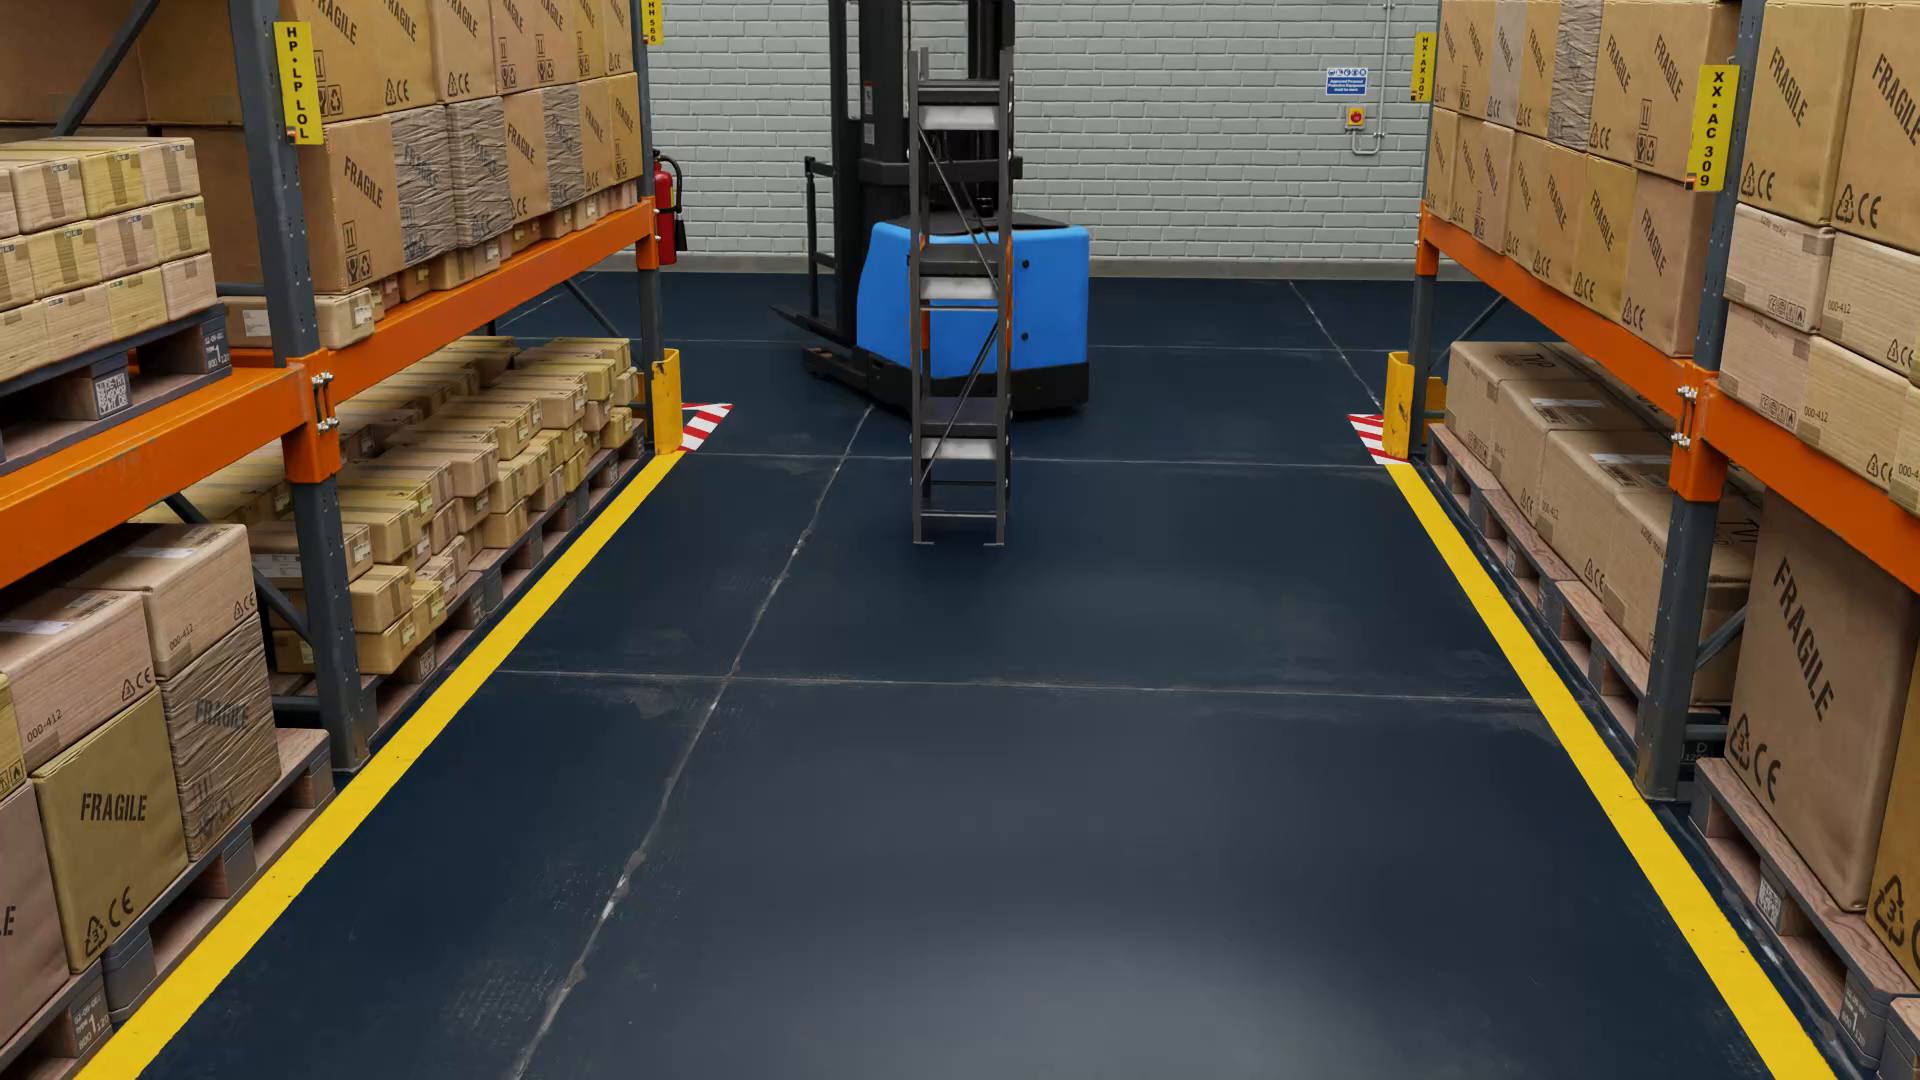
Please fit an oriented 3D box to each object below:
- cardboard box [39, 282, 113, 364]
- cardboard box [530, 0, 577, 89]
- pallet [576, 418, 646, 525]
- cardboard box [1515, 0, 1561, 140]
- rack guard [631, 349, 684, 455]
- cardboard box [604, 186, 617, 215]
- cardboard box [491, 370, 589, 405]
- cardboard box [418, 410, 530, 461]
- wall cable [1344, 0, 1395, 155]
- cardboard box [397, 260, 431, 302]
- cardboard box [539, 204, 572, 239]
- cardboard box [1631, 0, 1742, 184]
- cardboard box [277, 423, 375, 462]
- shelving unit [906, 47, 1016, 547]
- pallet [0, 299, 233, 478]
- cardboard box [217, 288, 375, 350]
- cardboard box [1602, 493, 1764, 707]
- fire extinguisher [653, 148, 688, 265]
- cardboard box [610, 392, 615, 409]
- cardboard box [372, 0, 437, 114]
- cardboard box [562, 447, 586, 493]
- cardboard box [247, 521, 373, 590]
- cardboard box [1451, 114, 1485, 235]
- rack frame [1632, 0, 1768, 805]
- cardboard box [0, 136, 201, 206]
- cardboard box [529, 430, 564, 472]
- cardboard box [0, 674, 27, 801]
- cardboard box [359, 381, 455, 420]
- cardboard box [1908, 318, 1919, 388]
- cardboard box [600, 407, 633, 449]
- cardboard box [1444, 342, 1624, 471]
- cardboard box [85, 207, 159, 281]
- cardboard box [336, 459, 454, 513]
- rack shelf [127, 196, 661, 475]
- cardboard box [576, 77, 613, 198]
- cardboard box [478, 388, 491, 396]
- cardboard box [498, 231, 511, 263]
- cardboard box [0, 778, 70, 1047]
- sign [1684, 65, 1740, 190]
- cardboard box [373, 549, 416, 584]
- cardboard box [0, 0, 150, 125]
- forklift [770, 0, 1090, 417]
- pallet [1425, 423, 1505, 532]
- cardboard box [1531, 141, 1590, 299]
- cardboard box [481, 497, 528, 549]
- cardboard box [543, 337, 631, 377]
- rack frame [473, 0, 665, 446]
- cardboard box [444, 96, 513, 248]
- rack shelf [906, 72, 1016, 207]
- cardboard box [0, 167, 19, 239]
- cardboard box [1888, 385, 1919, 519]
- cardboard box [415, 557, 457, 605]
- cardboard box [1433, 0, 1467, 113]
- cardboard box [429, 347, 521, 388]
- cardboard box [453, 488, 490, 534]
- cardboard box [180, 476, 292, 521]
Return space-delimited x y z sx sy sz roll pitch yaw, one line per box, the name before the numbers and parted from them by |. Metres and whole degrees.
cardboard box | -2.247 -0.515 3.906 0.380 0.149 0.250 1 18 4
cardboard box | -1.941 -2.160 6.953 0.500 0.500 0.500 2 18 7
pallet | -2.191 -0.362 8.190 1.003 0.211 1.213 1 18 4
cardboard box | 2.440 -1.788 6.296 0.500 0.500 0.500 1 18 4
rack guard | -2.097 -0.751 8.913 1.175 0.500 0.348 1 18 4
cardboard box | -1.888 -1.659 8.073 0.380 0.149 0.250 1 18 4
cardboard box | -1.926 -0.681 7.633 0.380 0.149 0.250 1 18 2
cardboard box | -2.010 -0.435 6.882 0.380 0.149 0.250 1 18 4
wall cable | 3.234 -4.133 13.537 0.585 1.953 0.123 1 18 4
cardboard box | -2.095 -0.932 5.853 0.380 0.149 0.250 0 18 1
cardboard box | -1.935 -1.420 7.343 0.380 0.149 0.250 0 18 1
cardboard box | 2.324 -1.317 4.857 0.500 0.500 0.500 1 18 3
cardboard box | -2.592 -0.371 6.686 0.380 0.149 0.250 1 18 2
shelving unit | 0.012 -1.049 7.253 0.431 2.100 0.503 1 18 4
pallet | -2.578 -0.395 4.119 1.003 0.211 1.213 1 18 4
cardboard box | -2.032 -0.682 5.089 0.380 0.149 0.250 2 18 6
cardboard box | 2.718 0.184 5.484 0.875 0.438 0.875 1 18 3
fire extinguisher | -1.613 -1.817 8.873 0.296 0.674 0.183 1 18 4
cardboard box | -1.917 -0.699 8.164 0.380 0.149 0.250 1 18 3
cardboard box | -2.081 -1.680 5.490 0.500 0.500 0.500 1 18 2
cardboard box | -1.904 -0.319 7.485 0.380 0.149 0.250 0 18 1
cardboard box | -2.147 0.050 5.402 0.380 0.149 0.250 2 18 6
cardboard box | 2.524 -1.631 7.422 0.500 0.500 0.500 1 18 3
rack frame | 2.566 -0.641 4.563 1.000 3.000 0.127 1 18 4
cardboard box | -2.213 -0.954 4.291 0.380 0.149 0.250 2 18 6
cardboard box | -1.942 -0.377 7.182 0.380 0.149 0.250 2 18 7
cardboard box | -2.254 0.472 3.300 0.500 0.250 0.500 0 18 1
cardboard box | -2.478 -0.607 7.405 0.380 0.149 0.250 2 18 6
cardboard box | 2.181 -0.358 3.138 0.500 0.250 0.500 2 18 5
cardboard box | -1.839 -0.557 8.210 0.380 0.149 0.250 2 18 6
cardboard box | 2.905 -0.658 8.055 0.875 0.438 0.875 1 18 2
cardboard box | -2.228 -0.732 4.091 0.380 0.149 0.250 1 18 4
cardboard box | -2.103 -0.196 6.151 0.380 0.149 0.250 1 18 2
rack shelf | -2.235 -1.000 6.812 1.077 0.370 4.000 1 18 4
cardboard box | -1.909 -1.846 7.602 0.500 0.500 0.500 1 18 3
cardboard box | -2.391 -0.630 7.955 0.380 0.149 0.250 2 18 5
cardboard box | -2.013 -1.176 6.598 0.380 0.149 0.250 2 18 6
cardboard box | -2.258 0.822 3.437 0.500 0.500 0.500 1 18 3
sign | 2.012 -1.102 4.452 0.100 0.325 0.005 1 18 4
cardboard box | -2.105 0.107 5.704 0.380 0.149 0.250 1 18 4
cardboard box | -2.615 -1.536 5.050 0.500 0.500 0.500 1 18 2
forklift | -0.367 -2.467 10.244 1.130 2.935 3.031 -9 20 -25
pallet | 2.874 -0.308 8.025 1.003 0.211 1.213 1 18 4
cardboard box | 2.397 -1.155 5.970 0.500 0.500 0.500 1 18 3
cardboard box | -1.979 -0.075 6.738 0.380 0.149 0.250 1 18 2
cardboard box | -1.877 -0.920 8.362 0.380 0.149 0.250 1 18 5
rack frame | -2.092 -1.963 8.595 1.000 3.000 0.127 1 18 4
cardboard box | -1.991 -1.367 6.139 0.500 0.500 0.500 1 18 3
rack shelf | 0.012 -1.701 7.039 0.431 0.518 0.480 1 18 4
cardboard box | -2.270 -0.709 3.543 0.380 0.149 0.250 1 18 4
cardboard box | 2.183 -0.120 3.212 0.500 0.250 0.500 1 18 3
cardboard box | -2.047 0.168 5.997 0.380 0.149 0.250 1 18 4
cardboard box | 2.534 -2.263 7.747 0.500 0.500 0.500 1 18 3
cardboard box | -2.368 -0.847 8.138 0.380 0.149 0.250 2 18 5
cardboard box | -2.058 -0.138 6.452 0.380 0.149 0.250 2 18 6
cardboard box | -2.623 -0.122 5.926 0.380 0.149 0.250 1 18 3
